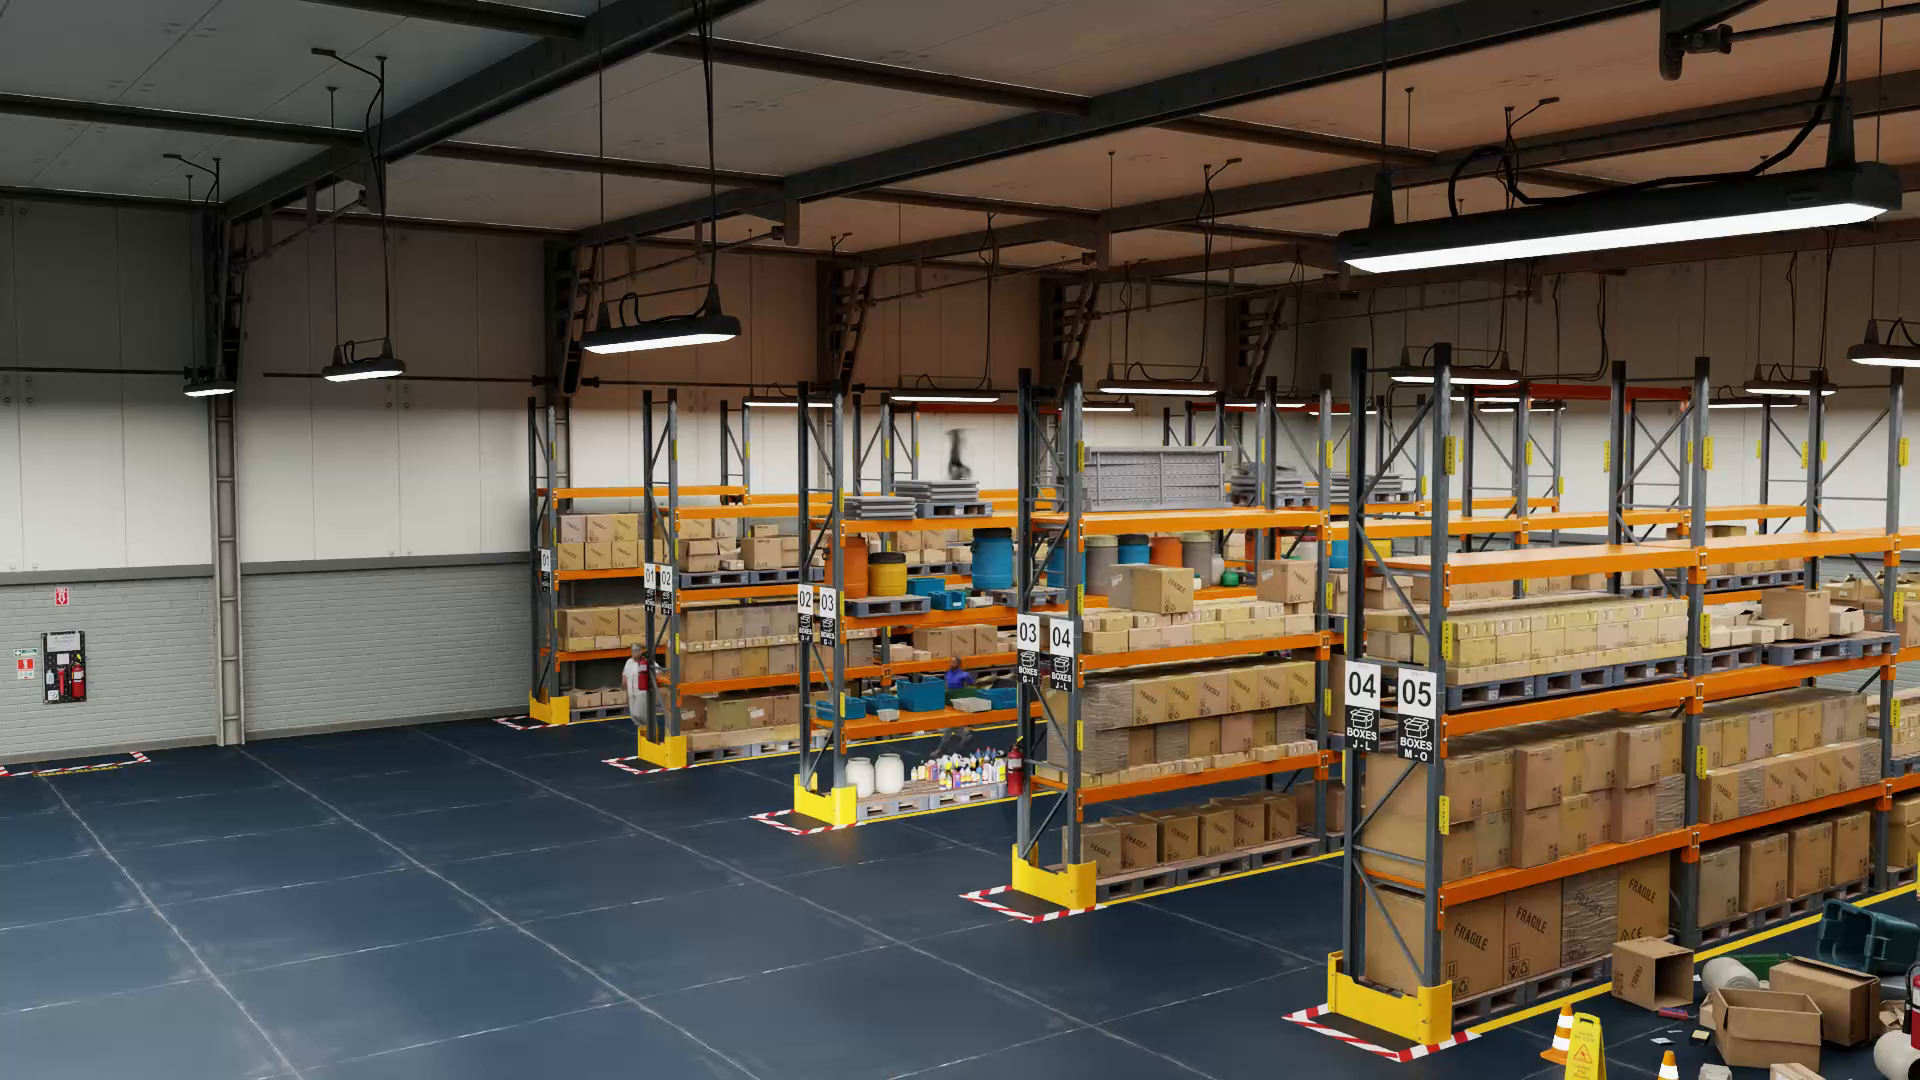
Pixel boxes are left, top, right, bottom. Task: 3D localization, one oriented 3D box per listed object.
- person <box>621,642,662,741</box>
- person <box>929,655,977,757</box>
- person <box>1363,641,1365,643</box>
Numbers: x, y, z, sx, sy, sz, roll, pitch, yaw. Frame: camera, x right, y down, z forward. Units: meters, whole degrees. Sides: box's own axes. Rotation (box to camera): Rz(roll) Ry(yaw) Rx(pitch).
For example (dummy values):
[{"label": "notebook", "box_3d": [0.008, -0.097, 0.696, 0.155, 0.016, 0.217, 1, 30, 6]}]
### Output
[{"label": "person", "box_3d": [-5.501, 2.608, 28.410, 0.642, 1.733, 0.729, 2, 4, 25]}, {"label": "person", "box_3d": [-0.081, 2.718, 27.416, 0.958, 1.647, 0.618, -3, 5, -43]}, {"label": "person", "box_3d": [8.596, 2.238, 34.687, 0.699, 1.733, 0.636, 3, 4, 37]}]
